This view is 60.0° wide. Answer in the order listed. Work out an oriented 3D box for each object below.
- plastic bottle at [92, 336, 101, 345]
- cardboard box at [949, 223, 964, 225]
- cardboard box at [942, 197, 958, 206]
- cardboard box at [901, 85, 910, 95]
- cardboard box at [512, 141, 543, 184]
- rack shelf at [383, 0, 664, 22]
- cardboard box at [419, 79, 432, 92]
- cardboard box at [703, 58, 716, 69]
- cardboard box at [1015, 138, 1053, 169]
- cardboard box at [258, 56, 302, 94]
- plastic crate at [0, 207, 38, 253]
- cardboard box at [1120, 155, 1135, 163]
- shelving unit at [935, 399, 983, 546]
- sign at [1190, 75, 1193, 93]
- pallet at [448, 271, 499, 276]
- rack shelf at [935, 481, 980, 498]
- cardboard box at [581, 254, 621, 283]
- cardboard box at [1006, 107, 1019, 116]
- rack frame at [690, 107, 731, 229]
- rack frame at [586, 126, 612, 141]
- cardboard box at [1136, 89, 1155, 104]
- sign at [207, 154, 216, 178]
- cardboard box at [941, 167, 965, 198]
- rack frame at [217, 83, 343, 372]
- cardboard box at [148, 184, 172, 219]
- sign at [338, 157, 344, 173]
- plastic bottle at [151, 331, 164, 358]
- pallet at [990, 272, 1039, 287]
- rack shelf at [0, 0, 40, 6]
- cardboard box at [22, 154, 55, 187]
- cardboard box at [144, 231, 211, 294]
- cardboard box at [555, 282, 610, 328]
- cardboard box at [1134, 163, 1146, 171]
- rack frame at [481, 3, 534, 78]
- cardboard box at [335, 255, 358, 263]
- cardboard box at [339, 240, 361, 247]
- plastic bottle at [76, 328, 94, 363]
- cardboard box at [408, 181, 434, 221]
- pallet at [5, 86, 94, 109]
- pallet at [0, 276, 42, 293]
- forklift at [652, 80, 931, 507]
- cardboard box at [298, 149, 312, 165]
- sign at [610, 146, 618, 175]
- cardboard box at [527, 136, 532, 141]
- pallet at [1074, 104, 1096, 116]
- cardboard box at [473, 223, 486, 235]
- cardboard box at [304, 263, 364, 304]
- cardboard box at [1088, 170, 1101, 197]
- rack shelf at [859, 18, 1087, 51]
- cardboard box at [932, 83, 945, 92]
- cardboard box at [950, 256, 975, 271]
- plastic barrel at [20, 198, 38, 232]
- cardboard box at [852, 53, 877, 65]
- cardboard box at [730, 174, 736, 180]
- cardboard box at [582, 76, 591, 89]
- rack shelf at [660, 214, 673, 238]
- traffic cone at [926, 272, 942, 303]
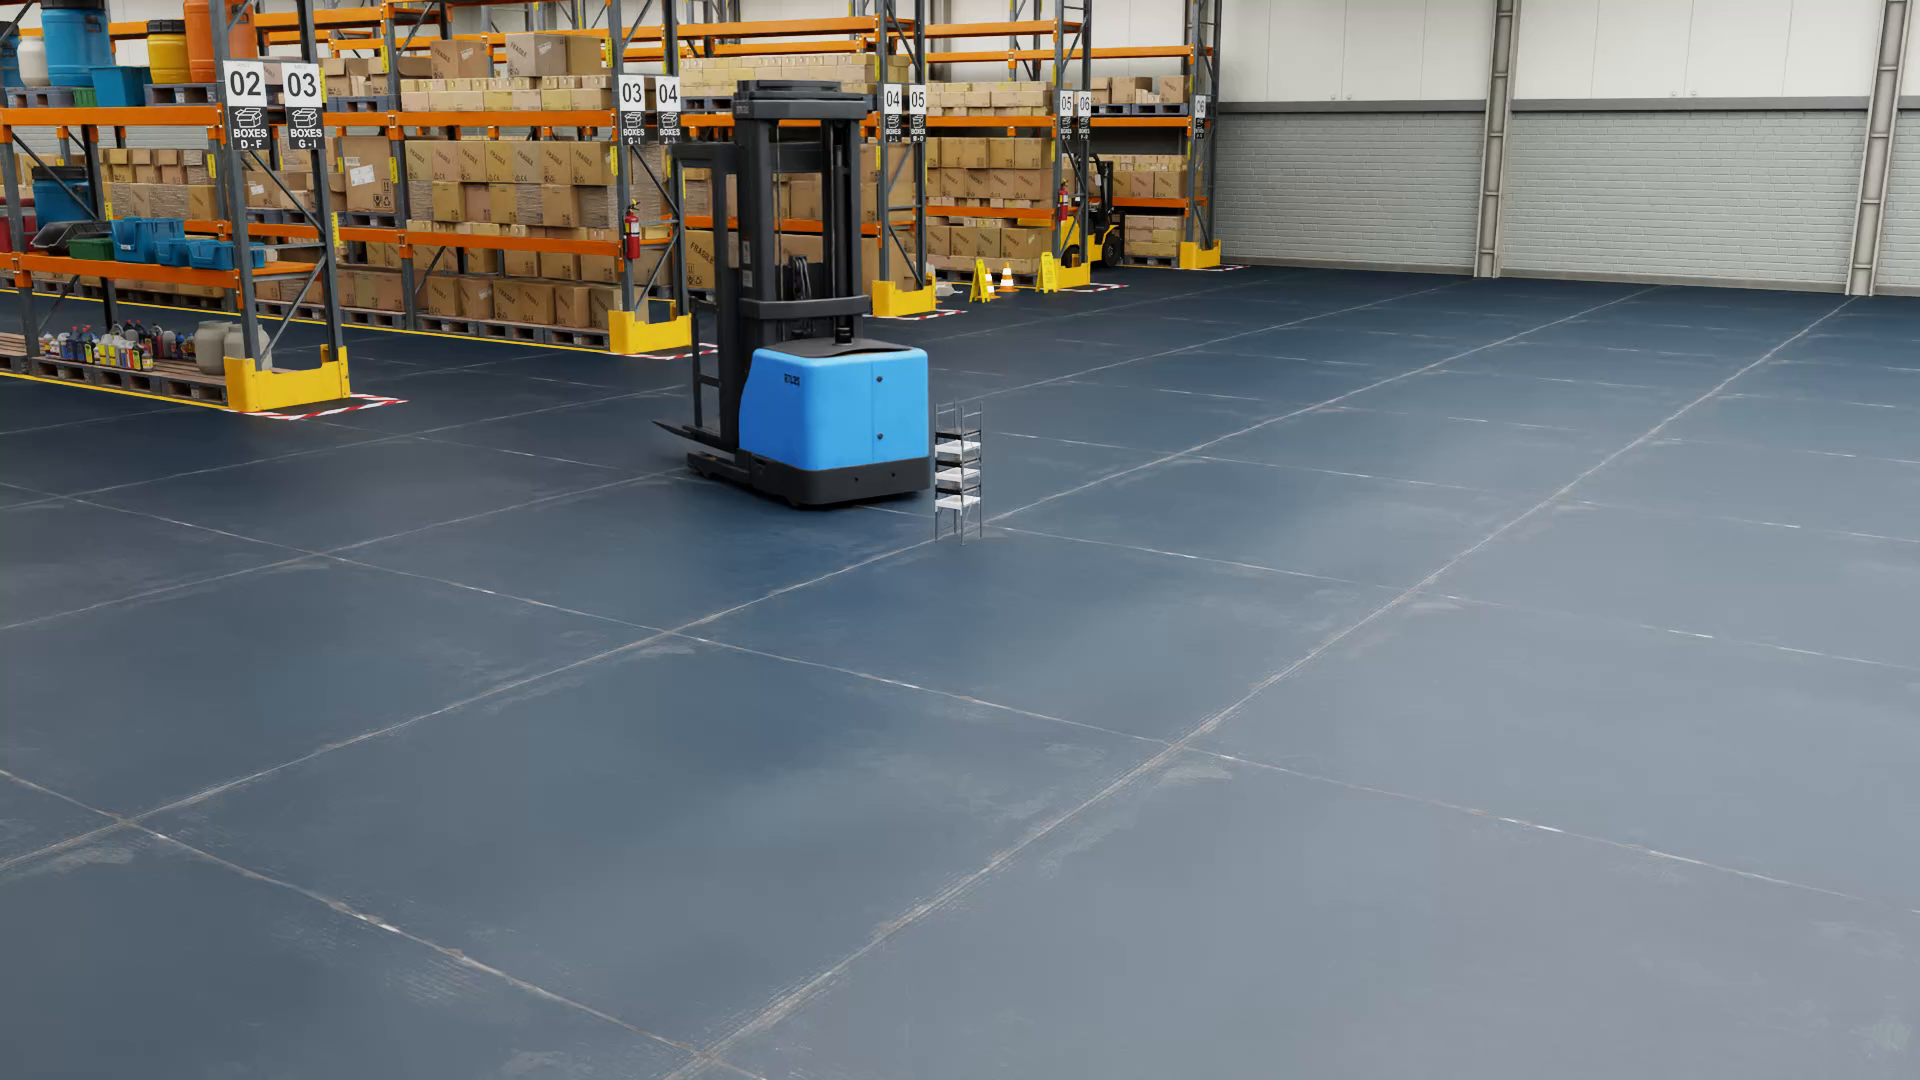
[{"bbox_3d":[-9.023,-1.992,17.390,0.097,0.271,0.097,0,14,0],"label":"plastic bottle"},{"bbox_3d":[0.022,-5.366,29.546,0.500,0.500,0.500,10,17,36],"label":"cardboard box"},{"bbox_3d":[-0.102,-5.865,28.797,0.250,0.149,0.380,9,17,33],"label":"cardboard box"},{"bbox_3d":[-0.930,-6.454,23.853,0.250,0.149,0.380,9,17,33],"label":"cardboard box"},{"bbox_3d":[-5.103,-4.619,20.331,0.500,0.500,0.500,9,17,33],"label":"cardboard box"},{"bbox_3d":[-5.337,-6.612,20.311,4.000,0.370,1.077,9,17,33],"label":"rack shelf"},{"bbox_3d":[-6.639,-5.769,21.124,0.250,0.149,0.380,8,16,30],"label":"cardboard box"},{"bbox_3d":[-3.609,-7.083,24.734,0.250,0.149,0.380,9,17,32],"label":"cardboard box"},{"bbox_3d":[1.308,-6.462,27.776,0.500,0.500,0.700,9,16,31],"label":"cardboard box"},{"bbox_3d":[-9.229,-6.354,22.756,0.500,0.500,0.500,9,16,31],"label":"cardboard box"},{"bbox_3d":[-10.333,-3.366,18.047,0.583,0.464,0.402,9,17,33],"label":"plastic crate"},{"bbox_3d":[3.309,-7.380,32.217,0.250,0.149,0.380,10,17,34],"label":"cardboard box"},{"bbox_3d":[-0.007,-0.438,10.719,0.210,0.900,0.258,9,17,33],"label":"shelving unit"},{"bbox_3d":[4.307,-8.490,30.957,0.005,0.325,0.100,9,17,33],"label":"sign"},{"bbox_3d":[-8.111,-4.582,28.895,1.213,0.211,1.003,9,17,33],"label":"pallet"},{"bbox_3d":[-0.007,-0.318,10.749,0.200,0.077,0.258,9,17,33],"label":"rack shelf"},{"bbox_3d":[-5.508,-4.602,26.978,0.750,0.750,1.050,9,17,33],"label":"cardboard box"},{"bbox_3d":[0.975,-7.154,27.761,0.250,0.149,0.380,10,17,34],"label":"cardboard box"},{"bbox_3d":[-4.784,-6.831,32.177,0.127,3.000,1.000,9,17,33],"label":"rack frame"},{"bbox_3d":[-8.655,-8.894,40.511,0.127,3.000,1.000,9,17,33],"label":"rack frame"},{"bbox_3d":[3.553,-8.477,31.778,0.258,0.266,0.396,9,17,33],"label":"cardboard box"},{"bbox_3d":[-10.622,-5.306,23.607,0.005,0.325,0.100,9,17,33],"label":"sign"},{"bbox_3d":[0.014,-6.177,28.706,0.500,0.500,0.500,9,17,33],"label":"cardboard box"},{"bbox_3d":[-6.441,-2.795,15.872,0.127,3.000,1.000,9,17,33],"label":"rack frame"},{"bbox_3d":[-11.706,-5.058,24.804,0.500,0.500,0.500,9,16,31],"label":"cardboard box"},{"bbox_3d":[-11.079,-6.678,29.757,0.005,0.325,0.100,9,17,33],"label":"sign"},{"bbox_3d":[-8.564,-2.085,17.739,0.133,0.283,0.061,9,17,33],"label":"plastic bottle"},{"bbox_3d":[1.136,-4.531,28.688,1.213,0.211,1.003,9,17,33],"label":"pallet"},{"bbox_3d":[-11.420,-5.968,18.536,4.000,0.370,1.077,9,17,33],"label":"rack shelf"},{"bbox_3d":[-14.578,-5.904,26.563,0.500,0.500,0.500,9,17,33],"label":"cardboard box"},{"bbox_3d":[-11.612,-4.246,25.280,0.875,0.875,1.225,9,17,33],"label":"cardboard box"},{"bbox_3d":[-4.701,-2.933,20.759,0.500,0.500,0.500,-12,18,-39],"label":"cardboard box"},{"bbox_3d":[3.568,-7.214,32.163,0.250,0.149,0.380,9,17,32],"label":"cardboard box"},{"bbox_3d":[-7.463,-8.743,27.415,0.127,3.000,1.000,9,17,33],"label":"rack frame"},{"bbox_3d":[-11.298,-5.172,30.533,0.250,0.149,0.380,9,17,34],"label":"cardboard box"},{"bbox_3d":[-11.223,-5.472,30.506,0.250,0.149,0.380,10,17,34],"label":"cardboard box"},{"bbox_3d":[-9.166,-2.043,17.430,0.185,0.351,0.144,8,16,30],"label":"plastic bottle"},{"bbox_3d":[-6.657,-4.439,21.687,0.500,0.500,0.875,9,17,33],"label":"cardboard box"},{"bbox_3d":[-9.107,-4.619,17.389,1.003,0.211,1.213,9,17,33],"label":"pallet"},{"bbox_3d":[-15.238,-4.319,27.833,1.213,0.211,1.003,9,17,33],"label":"pallet"},{"bbox_3d":[-1.460,-1.958,12.634,1.130,2.935,3.031,-9,17,-33],"label":"forklift"},{"bbox_3d":[-11.755,-7.123,30.447,0.500,0.500,0.500,9,16,31],"label":"cardboard box"},{"bbox_3d":[-4.003,-4.390,19.248,0.005,0.325,0.100,9,17,33],"label":"sign"},{"bbox_3d":[-8.695,-8.251,34.275,0.250,0.149,0.380,10,17,34],"label":"cardboard box"},{"bbox_3d":[2.024,-8.589,33.219,1.213,0.211,1.003,9,17,33],"label":"pallet"},{"bbox_3d":[-5.935,-3.946,21.042,0.250,0.149,0.380,9,17,33],"label":"cardboard box"},{"bbox_3d":[-8.806,-3.623,23.504,0.500,0.500,0.700,11,18,37],"label":"cardboard box"},{"bbox_3d":[2.792,-7.016,32.716,0.500,0.500,0.500,9,17,33],"label":"cardboard box"},{"bbox_3d":[0.194,-8.588,28.293,4.000,0.370,1.077,9,17,33],"label":"rack shelf"},{"bbox_3d":[-0.275,-7.745,28.489,0.250,0.149,0.380,9,16,32],"label":"cardboard box"},{"bbox_3d":[0.170,-4.823,28.910,0.500,0.250,0.500,8,16,31],"label":"cardboard box"},{"bbox_3d":[-10.432,-3.569,18.717,0.433,0.535,0.433,0,14,0],"label":"plastic barrel"},{"bbox_3d":[-1.294,-6.709,23.222,0.250,0.149,0.380,9,17,33],"label":"cardboard box"},{"bbox_3d":[-2.964,-5.685,24.986,0.550,0.550,0.875,9,17,33],"label":"cardboard box"},{"bbox_3d":[-4.232,-5.393,19.605,0.250,0.149,0.380,9,16,31],"label":"cardboard box"},{"bbox_3d":[-5.804,-5.213,27.138,4.000,0.370,1.077,9,17,33],"label":"rack shelf"},{"bbox_3d":[-0.473,-3.881,25.538,0.334,0.463,0.336,9,17,33],"label":"traffic cone"}]
